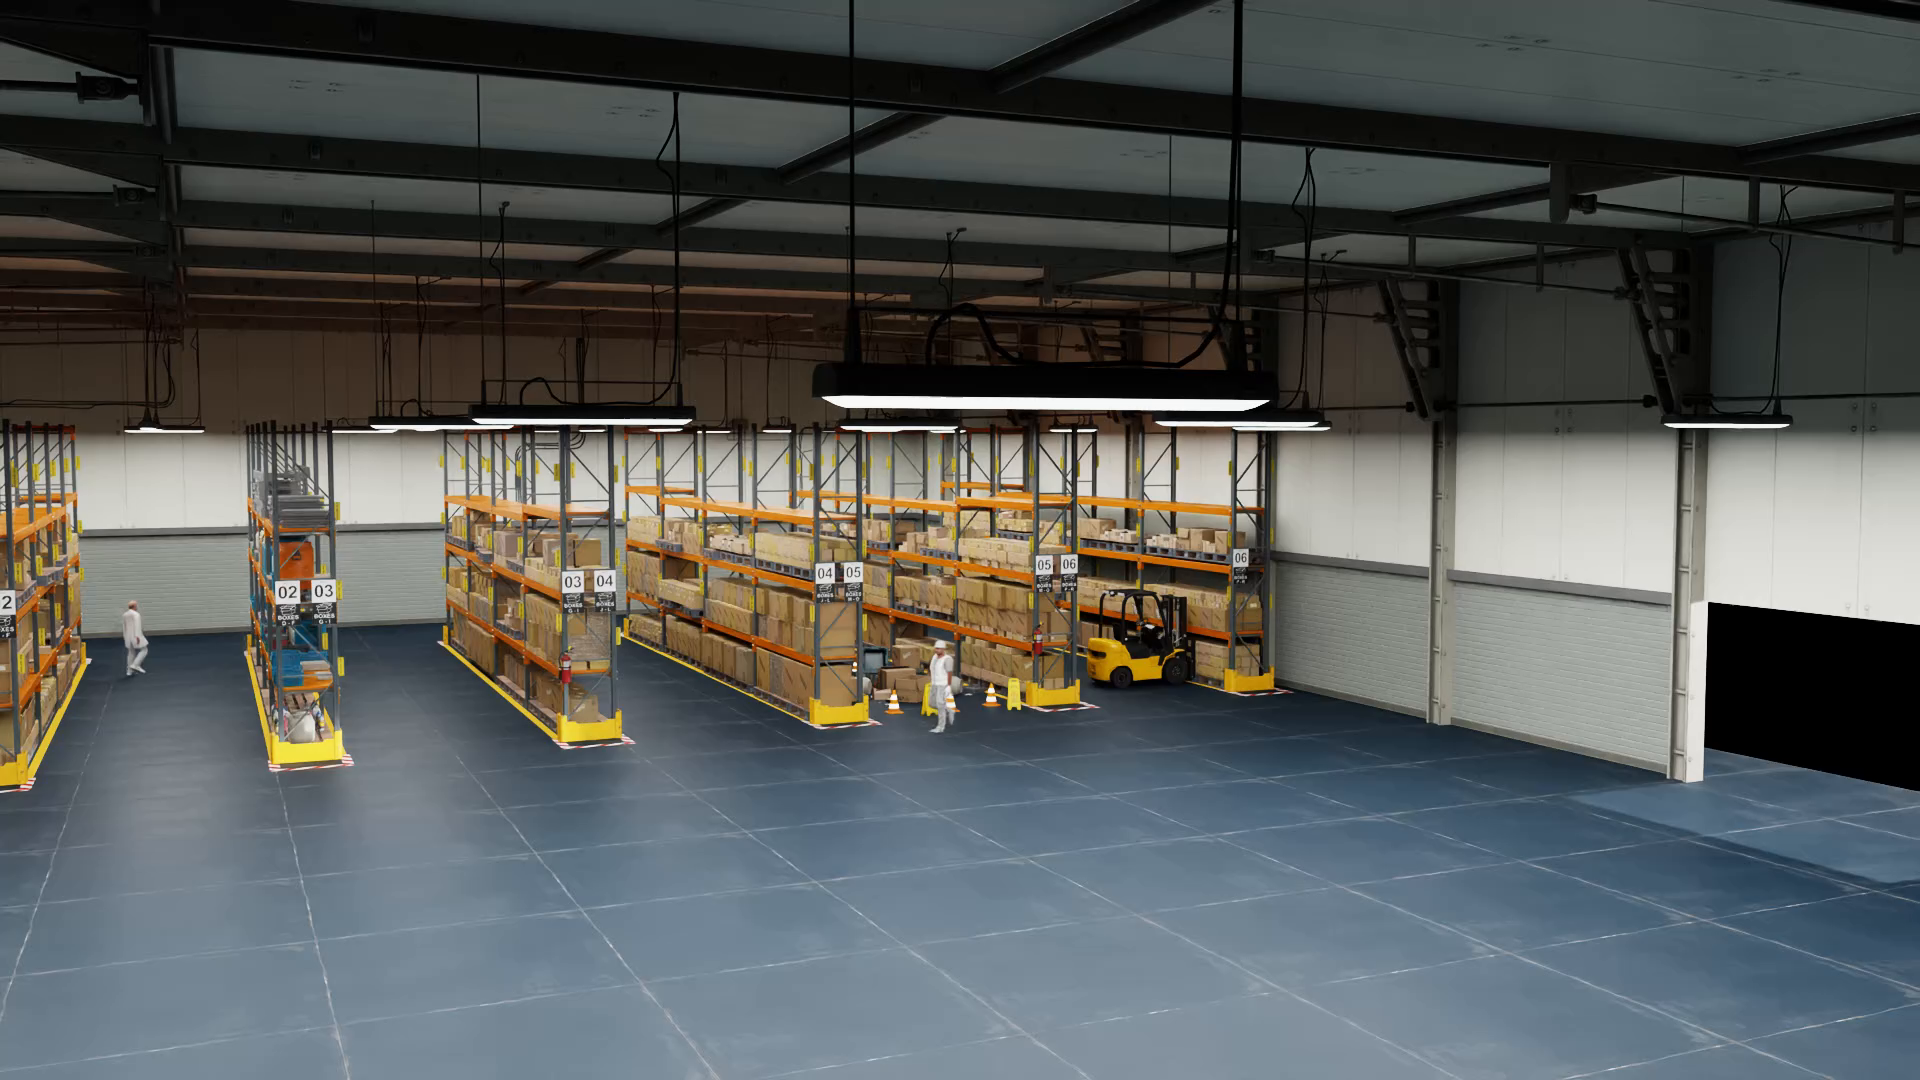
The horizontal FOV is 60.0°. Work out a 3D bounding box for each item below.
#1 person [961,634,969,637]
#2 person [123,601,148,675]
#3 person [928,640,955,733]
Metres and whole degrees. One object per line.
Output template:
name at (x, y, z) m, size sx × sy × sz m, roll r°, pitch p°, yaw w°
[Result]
person at (0.169, 1.925, 47.343) m, size 0.430 × 1.682 × 0.523 m, roll 2°, pitch 4°, yaw 24°
person at (-19.766, 2.335, 39.751) m, size 0.597 × 1.758 × 0.517 m, roll 1°, pitch 4°, yaw 9°
person at (-0.333, 2.816, 32.212) m, size 0.682 × 1.777 × 0.613 m, roll -3°, pitch 4°, yaw -35°
